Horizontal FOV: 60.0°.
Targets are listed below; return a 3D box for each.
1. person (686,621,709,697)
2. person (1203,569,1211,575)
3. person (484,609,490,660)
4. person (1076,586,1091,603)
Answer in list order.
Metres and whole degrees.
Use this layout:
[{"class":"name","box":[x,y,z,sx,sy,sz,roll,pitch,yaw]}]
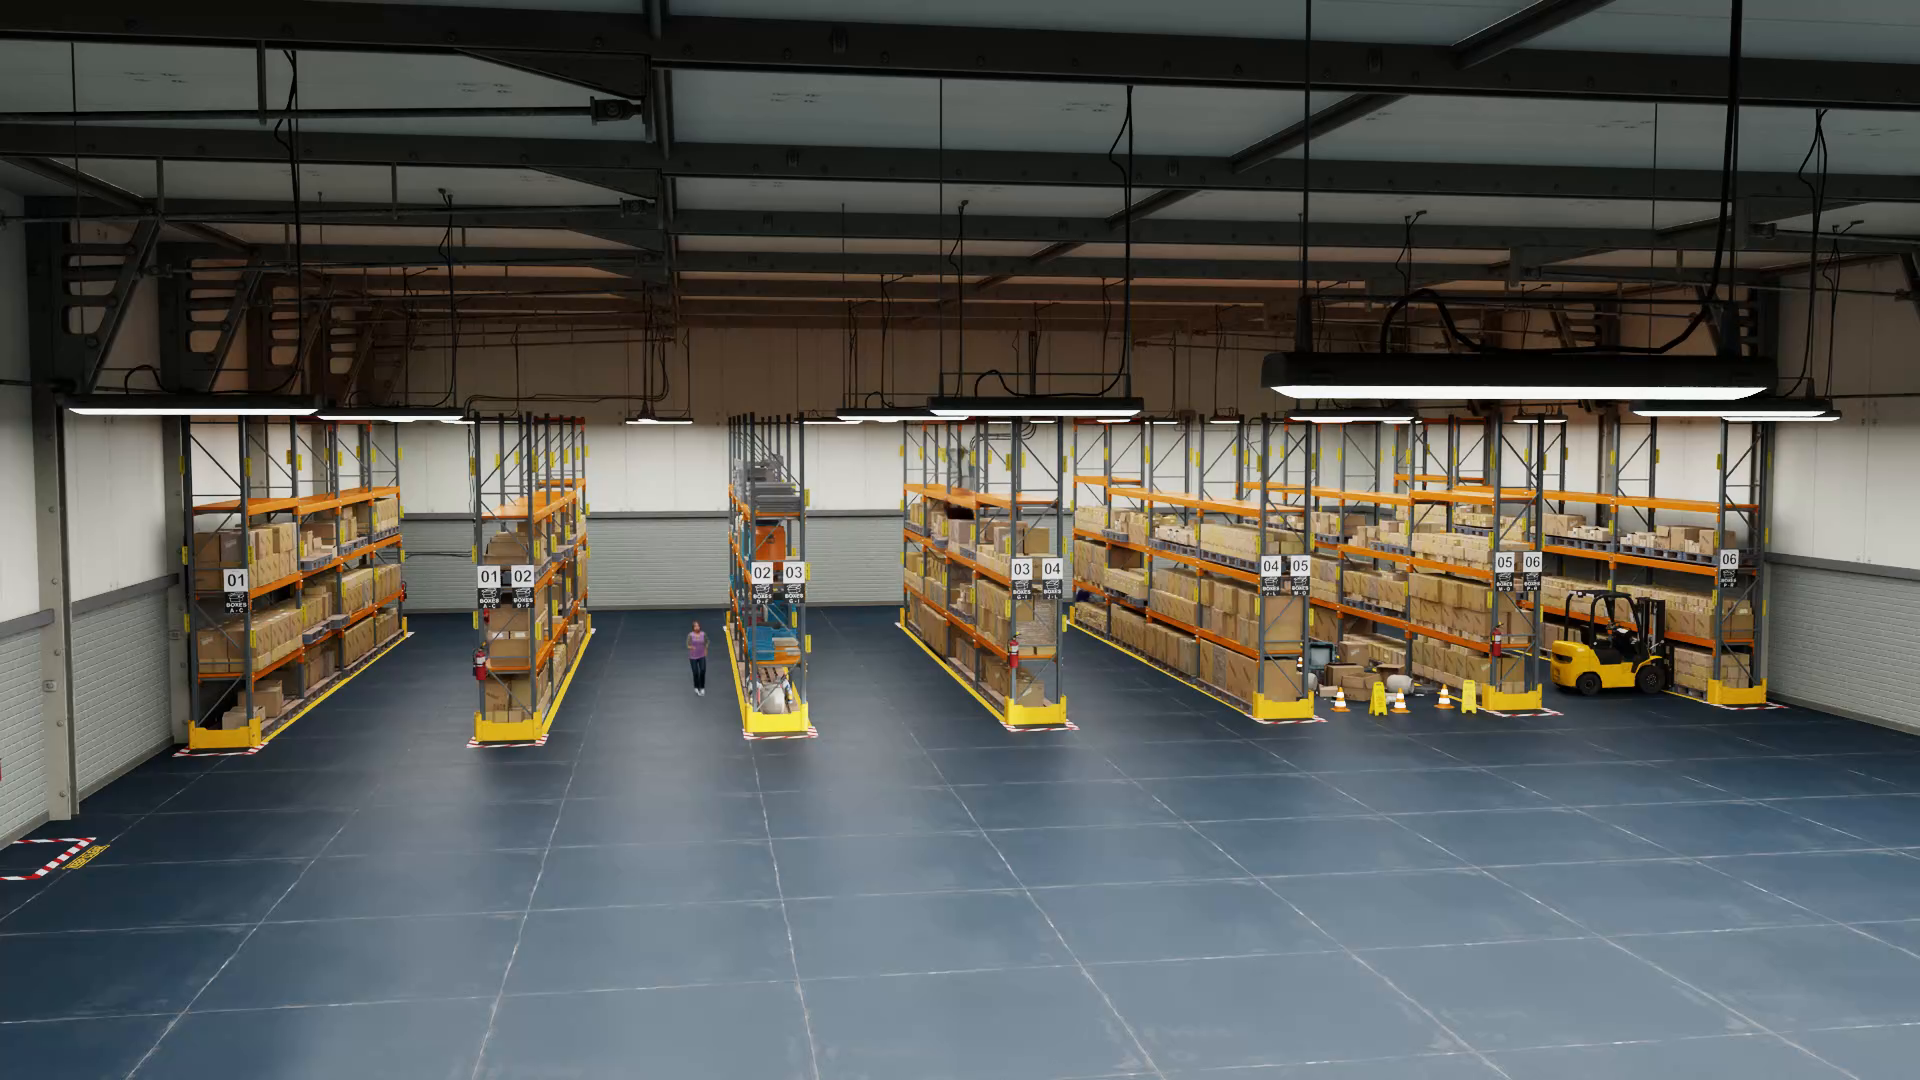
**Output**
[{"class":"person","box":[-5.569,2.528,35.330,0.511,1.619,0.685,-1,4,-12]},{"class":"person","box":[7.389,1.433,50.371,0.673,1.731,0.703,0,4,-7]},{"class":"person","box":[-11.264,2.128,39.967,0.653,1.756,0.917,-1,4,-17]},{"class":"person","box":[3.707,1.513,49.890,0.608,1.575,0.683,1,4,16]}]
